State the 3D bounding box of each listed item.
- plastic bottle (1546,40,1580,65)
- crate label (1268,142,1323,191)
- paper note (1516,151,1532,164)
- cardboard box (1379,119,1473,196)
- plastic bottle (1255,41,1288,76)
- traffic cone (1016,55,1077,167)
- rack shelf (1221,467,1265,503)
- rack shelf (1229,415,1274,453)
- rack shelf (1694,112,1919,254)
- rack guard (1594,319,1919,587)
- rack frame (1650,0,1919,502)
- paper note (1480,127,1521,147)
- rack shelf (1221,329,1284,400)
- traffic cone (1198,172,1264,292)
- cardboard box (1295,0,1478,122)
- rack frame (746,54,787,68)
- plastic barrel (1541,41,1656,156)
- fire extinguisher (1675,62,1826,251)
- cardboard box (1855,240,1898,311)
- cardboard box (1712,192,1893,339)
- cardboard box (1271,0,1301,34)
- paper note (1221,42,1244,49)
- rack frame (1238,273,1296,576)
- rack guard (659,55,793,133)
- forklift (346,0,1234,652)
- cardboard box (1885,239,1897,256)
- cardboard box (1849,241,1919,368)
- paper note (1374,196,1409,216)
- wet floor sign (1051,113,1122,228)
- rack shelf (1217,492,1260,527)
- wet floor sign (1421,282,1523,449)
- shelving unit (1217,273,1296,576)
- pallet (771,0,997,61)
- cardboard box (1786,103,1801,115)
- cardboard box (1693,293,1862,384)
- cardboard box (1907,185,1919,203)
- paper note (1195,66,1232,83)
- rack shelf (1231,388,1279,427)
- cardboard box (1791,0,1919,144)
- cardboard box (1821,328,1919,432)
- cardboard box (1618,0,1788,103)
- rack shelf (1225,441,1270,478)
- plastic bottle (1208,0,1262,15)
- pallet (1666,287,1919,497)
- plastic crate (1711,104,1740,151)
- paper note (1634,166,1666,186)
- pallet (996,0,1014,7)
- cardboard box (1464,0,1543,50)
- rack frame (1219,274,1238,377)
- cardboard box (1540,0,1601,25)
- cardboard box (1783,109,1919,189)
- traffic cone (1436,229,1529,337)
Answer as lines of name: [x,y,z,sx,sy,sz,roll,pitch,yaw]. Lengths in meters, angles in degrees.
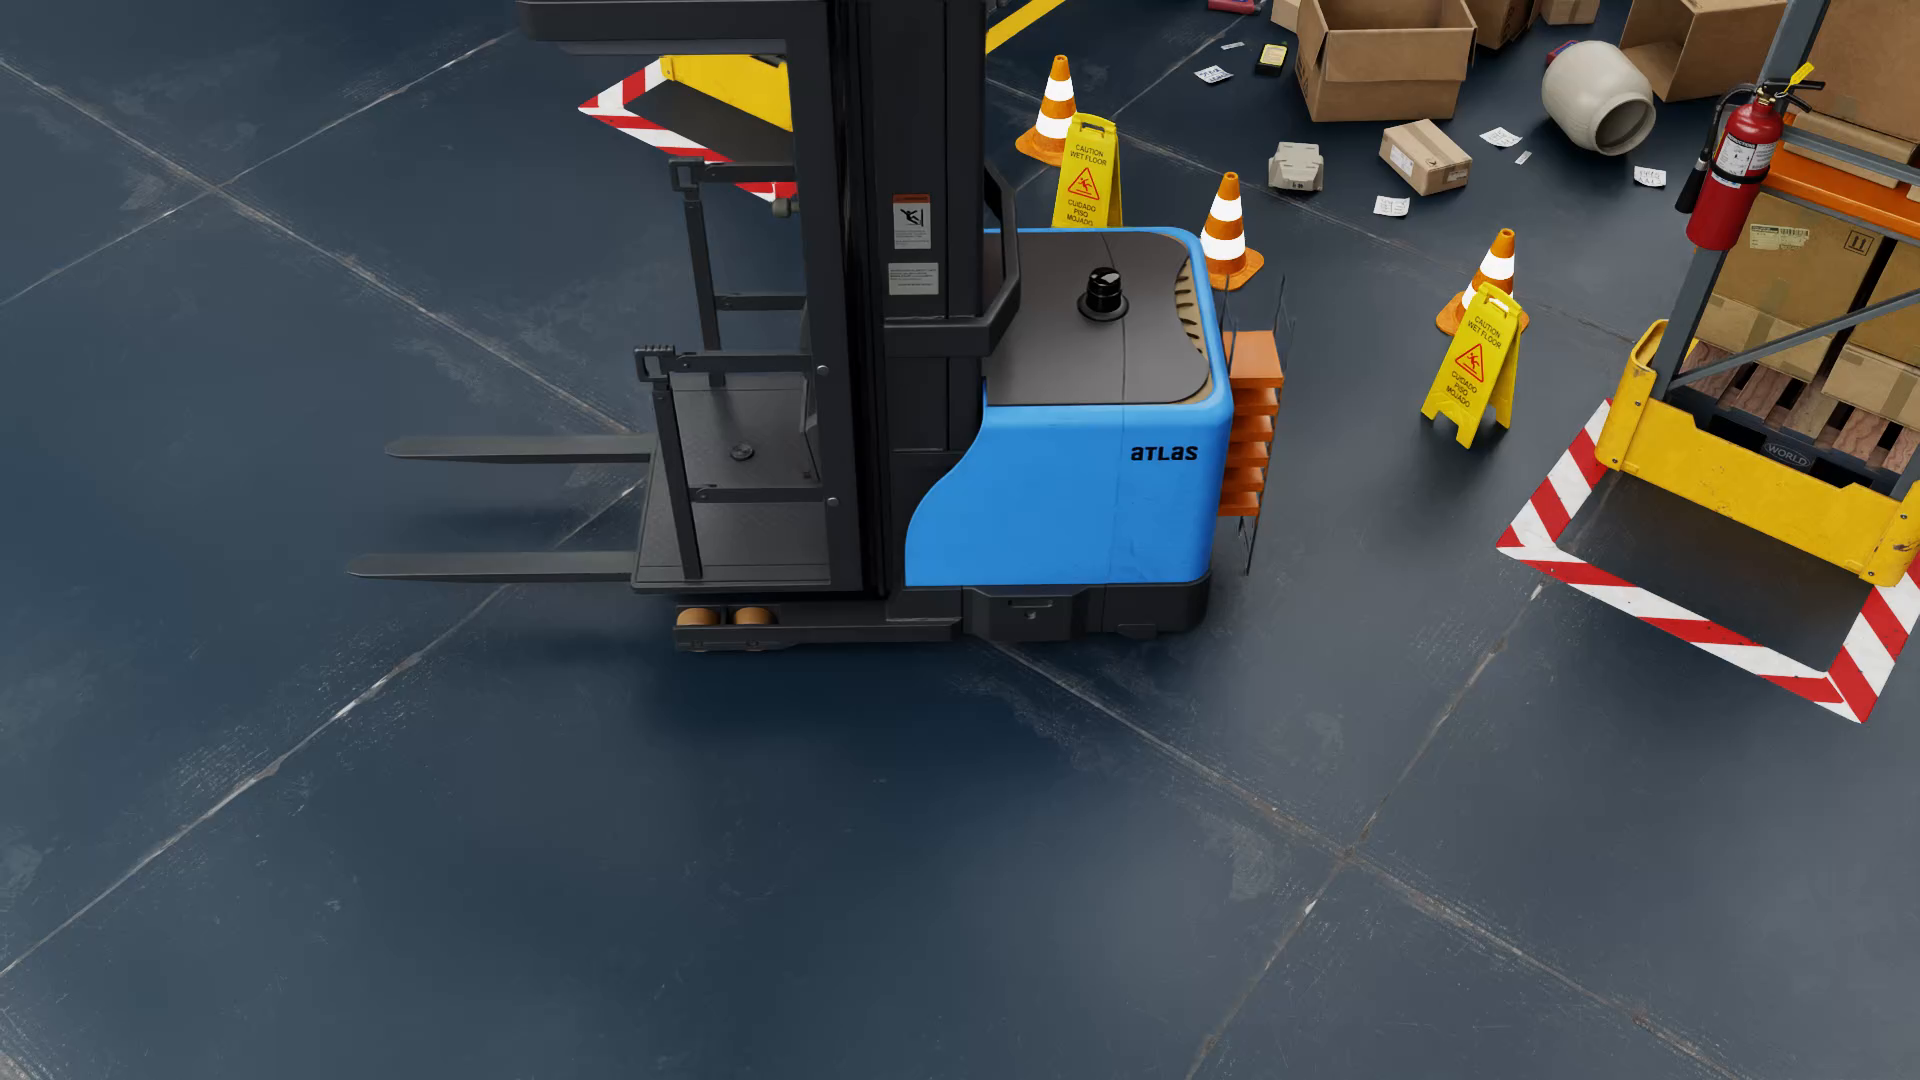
plastic bottle: [3.174,-2.522,8.616,0.283,0.061,0.133,-33,55,-28]
crate label: [1.589,-1.758,7.835,0.250,0.136,0.298,6,47,5]
paper note: [2.711,-1.840,8.001,0.032,0.001,0.123,29,53,25]
cardboard box: [2.204,-1.815,7.881,0.250,0.149,0.380,-17,49,-15]
plastic bottle: [1.617,-2.499,8.595,0.133,0.061,0.283,13,48,12]
traffic cone: [0.471,-2.087,7.924,0.336,0.463,0.334,29,53,25]
rack shelf: [0.967,-0.254,5.890,0.180,0.103,0.258,-1,46,-1]
rack shelf: [0.967,-0.420,5.717,0.180,0.103,0.258,-1,46,-1]
rack shelf: [4.224,-2.053,6.634,1.077,0.370,4.000,29,53,25]
rack guard: [3.048,-0.337,6.226,1.175,0.500,0.348,29,53,25]
rack frame: [3.002,-1.157,5.281,1.000,3.000,0.127,29,53,25]
paper note: [2.642,-1.968,8.117,0.142,0.019,0.148,-25,51,-22]
rack shelf: [0.967,-0.586,5.543,0.180,0.103,0.258,-1,46,-1]
traffic cone: [1.157,-1.393,7.261,0.336,0.463,0.334,29,53,25]
cardboard box: [2.072,-2.419,8.213,0.797,0.503,0.637,-2,46,-2]
rack frame: [-0.977,-3.288,7.316,1.000,3.000,0.127,29,53,25]
plastic barrel: [3.066,-2.118,7.981,0.421,0.421,0.512,-9,47,-8]
fire extinguisher: [2.567,-1.269,5.441,0.296,0.674,0.183,29,53,25]
cardboard box: [3.606,-1.227,6.959,0.500,0.250,0.500,29,53,25]
cardboard box: [3.285,-1.185,6.400,0.500,0.500,0.500,30,53,25]
cardboard box: [1.875,-2.834,8.774,0.258,0.266,0.396,-33,55,-28]
paper note: [1.430,-2.592,8.719,0.123,0.001,0.032,-17,49,-15]
rack frame: [1.058,-0.369,5.773,0.006,1.200,0.240,-1,46,-1]
rack guard: [-0.992,-2.410,8.207,1.175,0.500,0.348,29,53,25]
forklift: [-0.647,-1.005,5.183,3.031,2.935,1.130,-1,46,-1]
cardboard box: [3.601,-1.485,6.687,0.500,0.500,0.500,31,54,26]
cardboard box: [3.728,-0.965,6.189,0.500,0.500,0.500,28,52,24]
paper note: [2.004,-1.552,7.712,0.148,0.019,0.142,13,48,12]
wet floor sign: [0.572,-1.582,7.315,0.267,0.644,0.232,21,50,19]
rack shelf: [0.967,-0.171,5.977,0.180,0.103,0.258,-1,46,-1]
wet floor sign: [2.039,-0.708,6.480,0.232,0.644,0.267,-25,51,-22]
shelving unit: [0.967,-0.368,5.772,0.189,1.200,0.258,-1,46,-1]
pallet: [-0.550,-2.816,8.795,1.003,0.211,1.213,29,53,25]
cardboard box: [3.128,-1.573,5.852,0.380,0.149,0.250,29,53,25]
cardboard box: [3.298,-0.948,6.692,0.500,0.250,0.500,29,53,25]
cardboard box: [3.373,-1.173,5.470,0.380,0.149,0.250,29,53,25]
paper note: [1.299,-2.384,8.508,0.142,0.017,0.144,-25,51,-22]
rack shelf: [0.967,-0.503,5.630,0.180,0.103,0.258,-1,46,-1]
cardboard box: [3.115,-1.727,5.550,0.500,0.500,0.500,28,53,24]
cardboard box: [3.714,-0.692,6.447,0.500,0.250,0.500,29,53,25]
cardboard box: [3.715,-2.572,8.359,0.500,0.500,0.500,-9,47,-8]
rack shelf: [0.967,-0.337,5.804,0.180,0.103,0.258,-1,46,-1]
plastic bottle: [1.494,-2.902,8.980,0.283,0.061,0.133,13,48,12]
pallet: [3.573,-0.687,6.760,1.003,0.211,1.213,29,53,25]
plastic crate: [3.838,-1.902,8.011,0.402,0.080,0.583,13,48,12]
paper note: [3.272,-1.726,7.878,0.142,0.019,0.148,13,48,12]
pallet: [0.196,-3.512,9.459,1.003,0.211,1.213,29,53,25]
cardboard box: [2.637,-3.005,8.678,0.797,0.637,0.503,29,53,25]
rack frame: [0.875,-0.367,5.770,0.006,1.200,0.240,-1,46,-1]
cardboard box: [3.251,-2.984,8.917,0.258,0.266,0.396,-2,46,-2]
cardboard box: [3.061,-1.379,5.666,0.380,0.149,0.250,31,54,26]
traffic cone: [2.244,-1.097,6.978,0.336,0.463,0.334,29,53,25]
